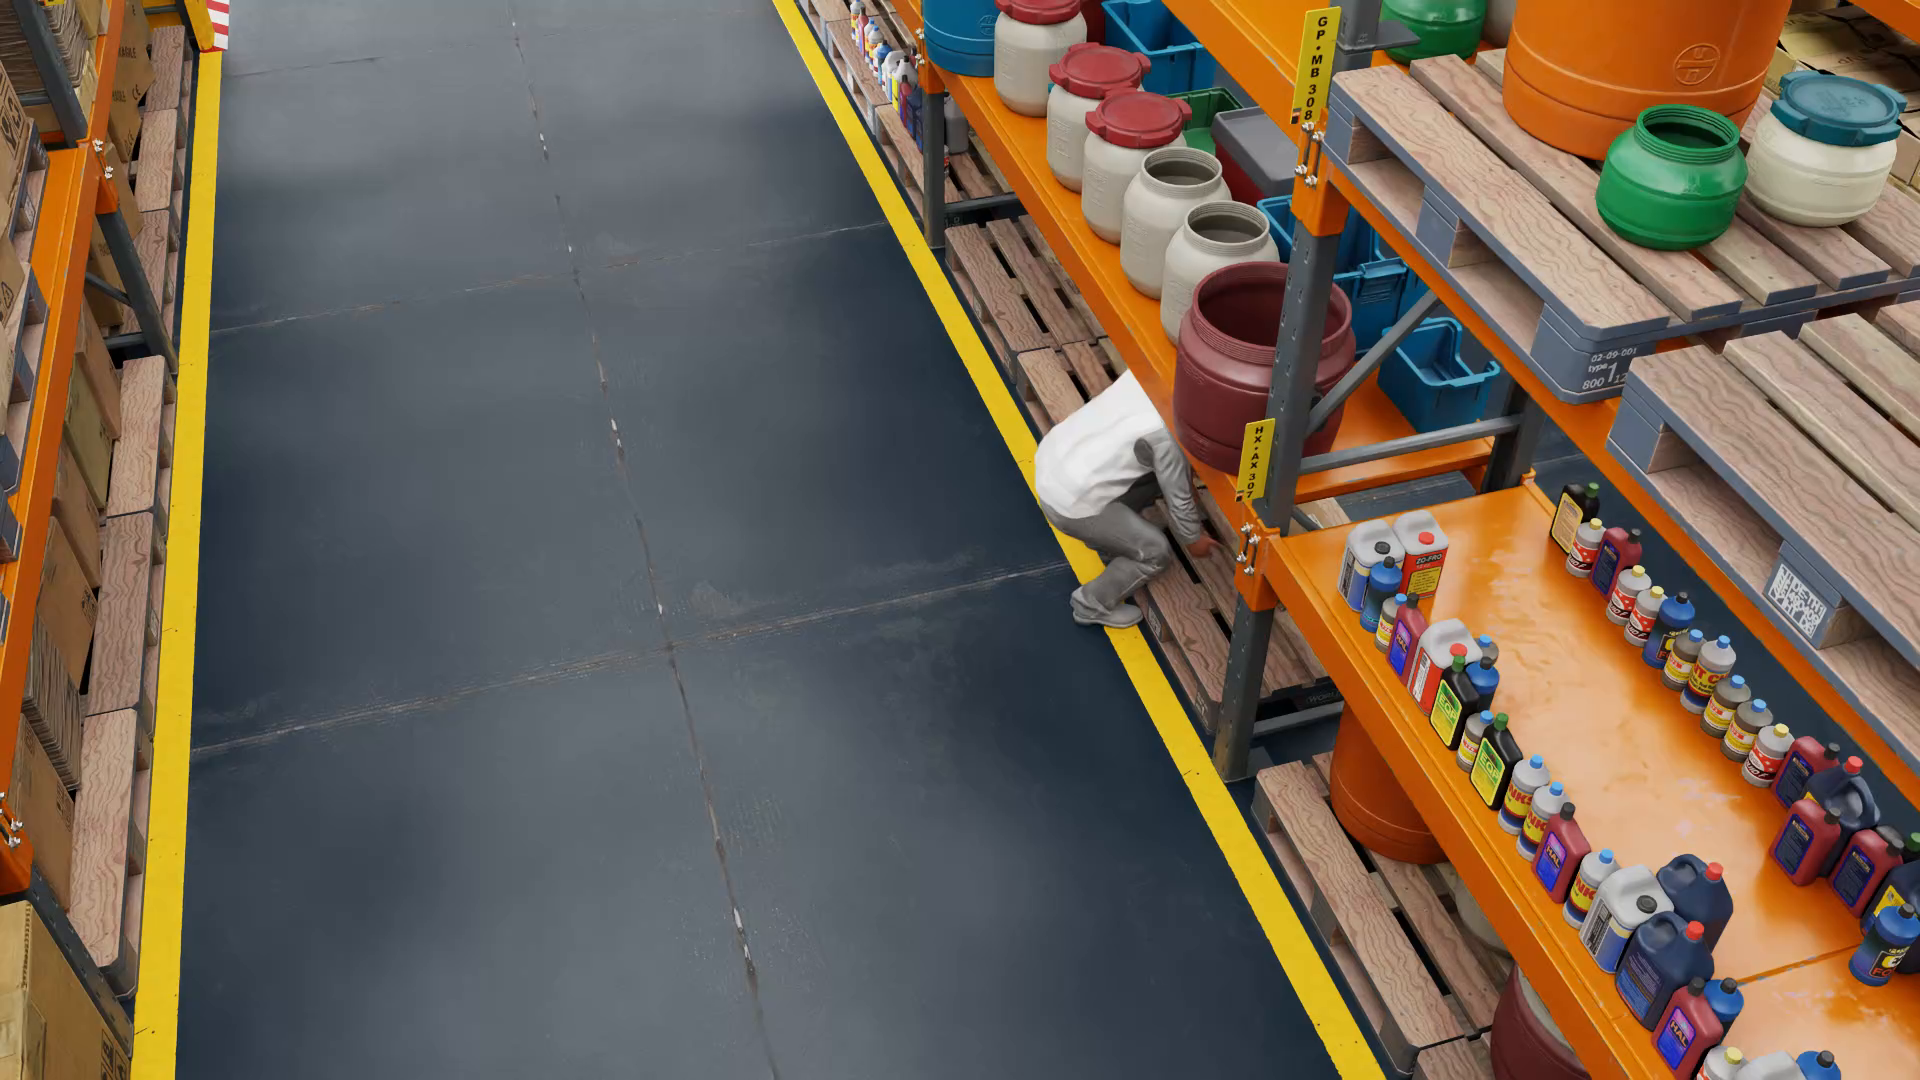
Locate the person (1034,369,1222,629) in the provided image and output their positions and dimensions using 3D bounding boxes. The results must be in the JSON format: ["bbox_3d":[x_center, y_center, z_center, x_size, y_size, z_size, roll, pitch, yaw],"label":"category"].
[{"bbox_3d":[0.720,-0.244,6.800,0.840,1.257,0.582,0,42,0],"label":"person"}]
